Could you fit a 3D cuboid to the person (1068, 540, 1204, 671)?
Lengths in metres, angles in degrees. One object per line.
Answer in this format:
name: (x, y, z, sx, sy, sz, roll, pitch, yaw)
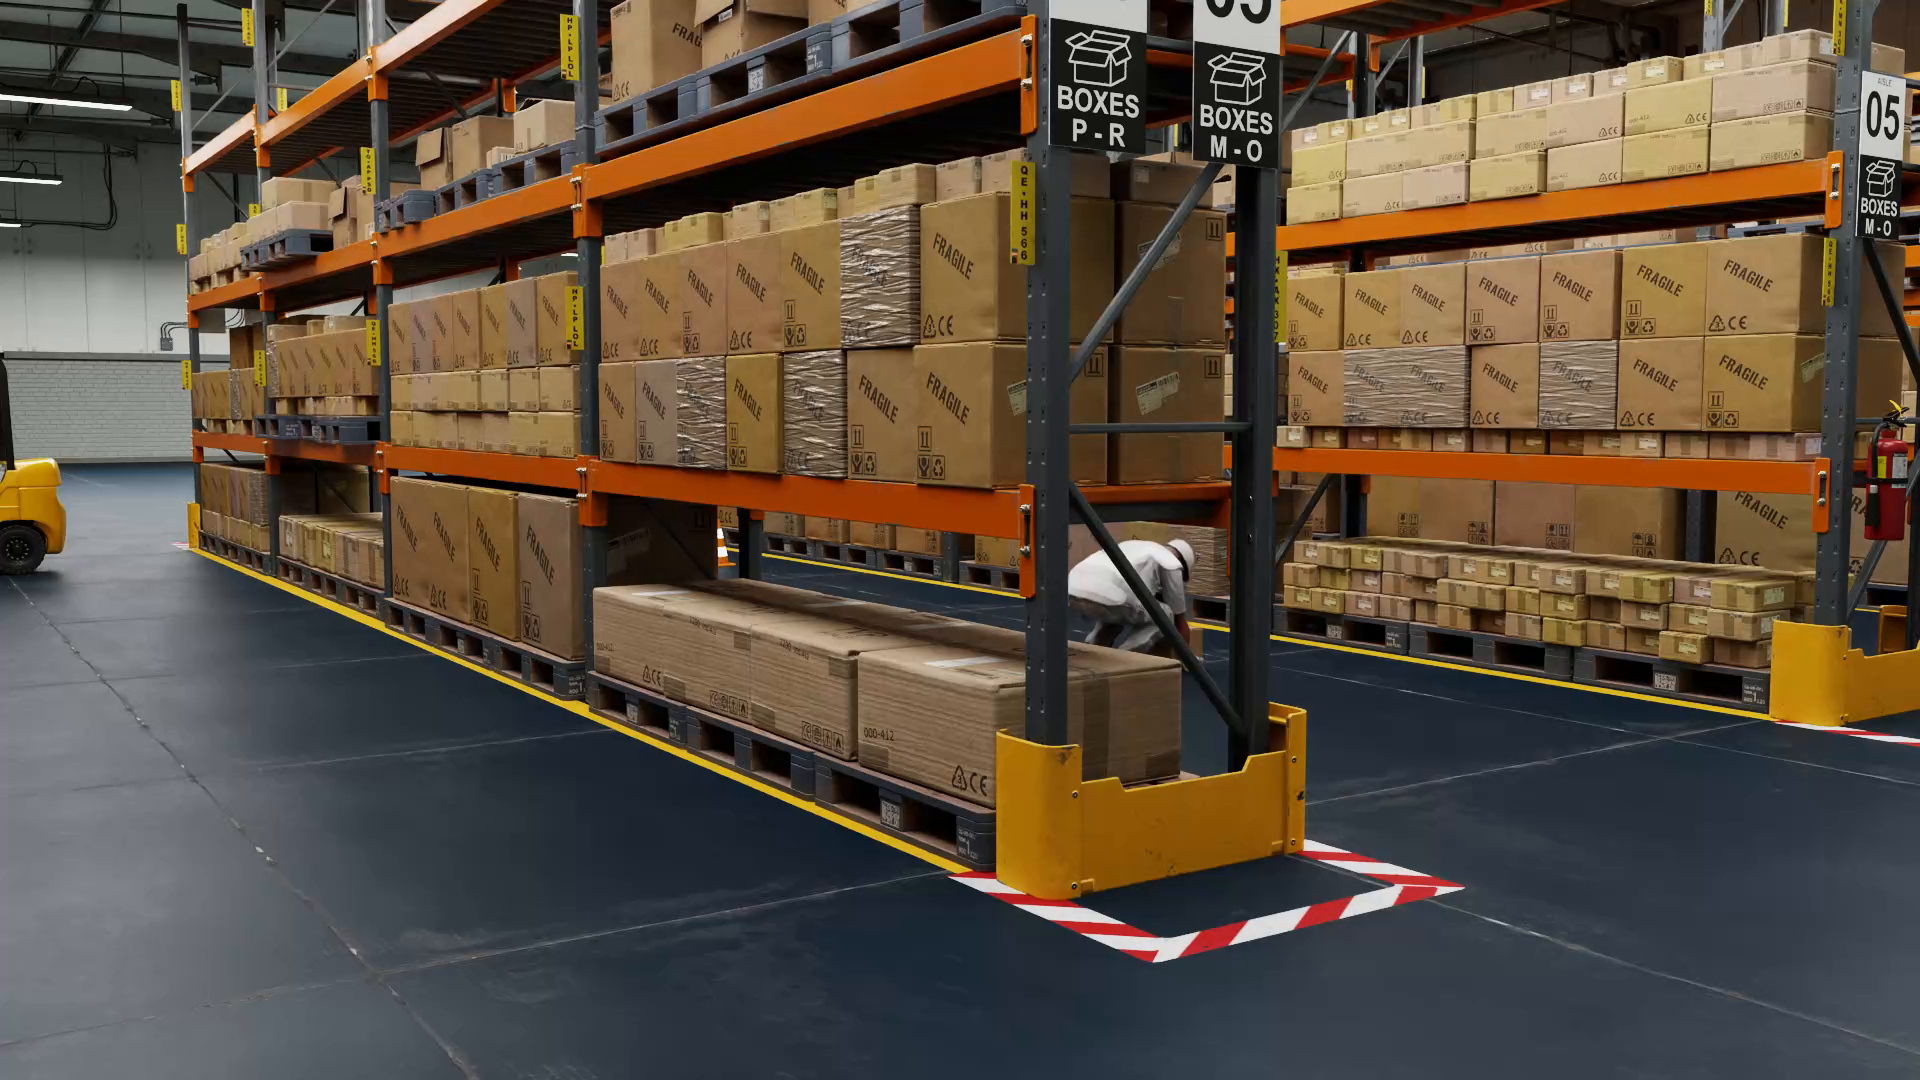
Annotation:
person: (1.027, 0.414, 9.905, 0.971, 0.809, 0.560, -3, 6, -35)
